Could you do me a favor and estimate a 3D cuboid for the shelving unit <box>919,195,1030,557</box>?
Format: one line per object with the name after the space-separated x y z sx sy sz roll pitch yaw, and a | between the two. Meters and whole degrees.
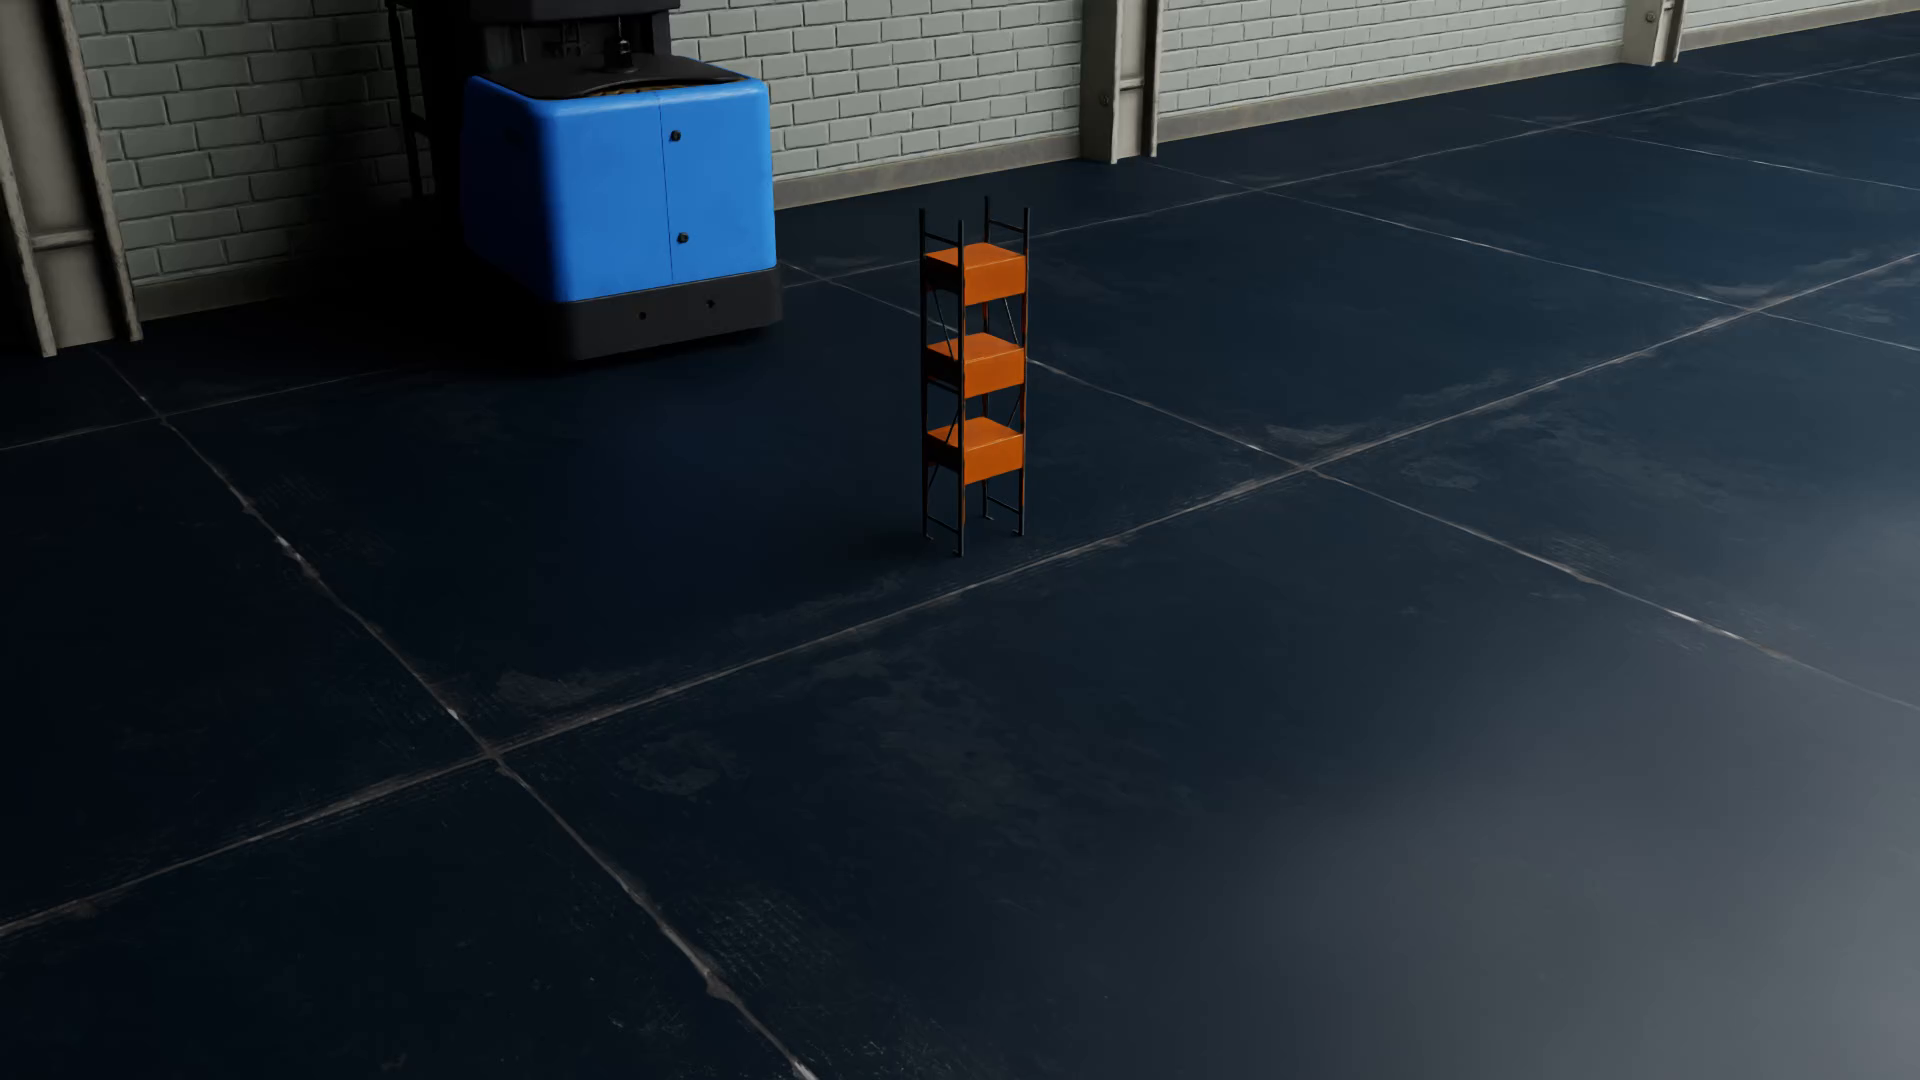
0.042 -0.490 5.059 0.252 1.050 0.215 -18 31 -34 | shelving unit

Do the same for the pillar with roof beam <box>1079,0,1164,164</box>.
3.646 -5.070 5.486 0.400 9.000 9.100 -18 31 -34 | pillar with roof beam

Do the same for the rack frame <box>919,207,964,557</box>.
-0.054 -0.458 4.991 0.008 1.050 0.200 -18 31 -34 | rack frame

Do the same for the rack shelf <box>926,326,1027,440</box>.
0.042 -0.481 5.063 0.240 0.259 0.215 -18 31 -34 | rack shelf

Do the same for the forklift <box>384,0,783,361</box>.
-1.983 -2.610 7.391 1.130 2.935 3.031 -15 29 -30 | forklift

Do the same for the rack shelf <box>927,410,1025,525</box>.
0.042 -0.228 5.180 0.240 0.259 0.215 -18 31 -34 | rack shelf

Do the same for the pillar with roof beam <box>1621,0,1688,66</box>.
8.367 -6.629 8.844 0.400 9.000 9.100 -18 31 -34 | pillar with roof beam

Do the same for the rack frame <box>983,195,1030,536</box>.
0.138 -0.522 5.127 0.008 1.050 0.200 -18 31 -34 | rack frame

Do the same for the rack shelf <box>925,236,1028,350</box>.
0.042 -0.738 4.944 0.240 0.259 0.215 -18 31 -34 | rack shelf

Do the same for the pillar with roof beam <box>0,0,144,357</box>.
-1.076 -3.512 2.127 0.400 9.000 9.100 -18 31 -34 | pillar with roof beam
